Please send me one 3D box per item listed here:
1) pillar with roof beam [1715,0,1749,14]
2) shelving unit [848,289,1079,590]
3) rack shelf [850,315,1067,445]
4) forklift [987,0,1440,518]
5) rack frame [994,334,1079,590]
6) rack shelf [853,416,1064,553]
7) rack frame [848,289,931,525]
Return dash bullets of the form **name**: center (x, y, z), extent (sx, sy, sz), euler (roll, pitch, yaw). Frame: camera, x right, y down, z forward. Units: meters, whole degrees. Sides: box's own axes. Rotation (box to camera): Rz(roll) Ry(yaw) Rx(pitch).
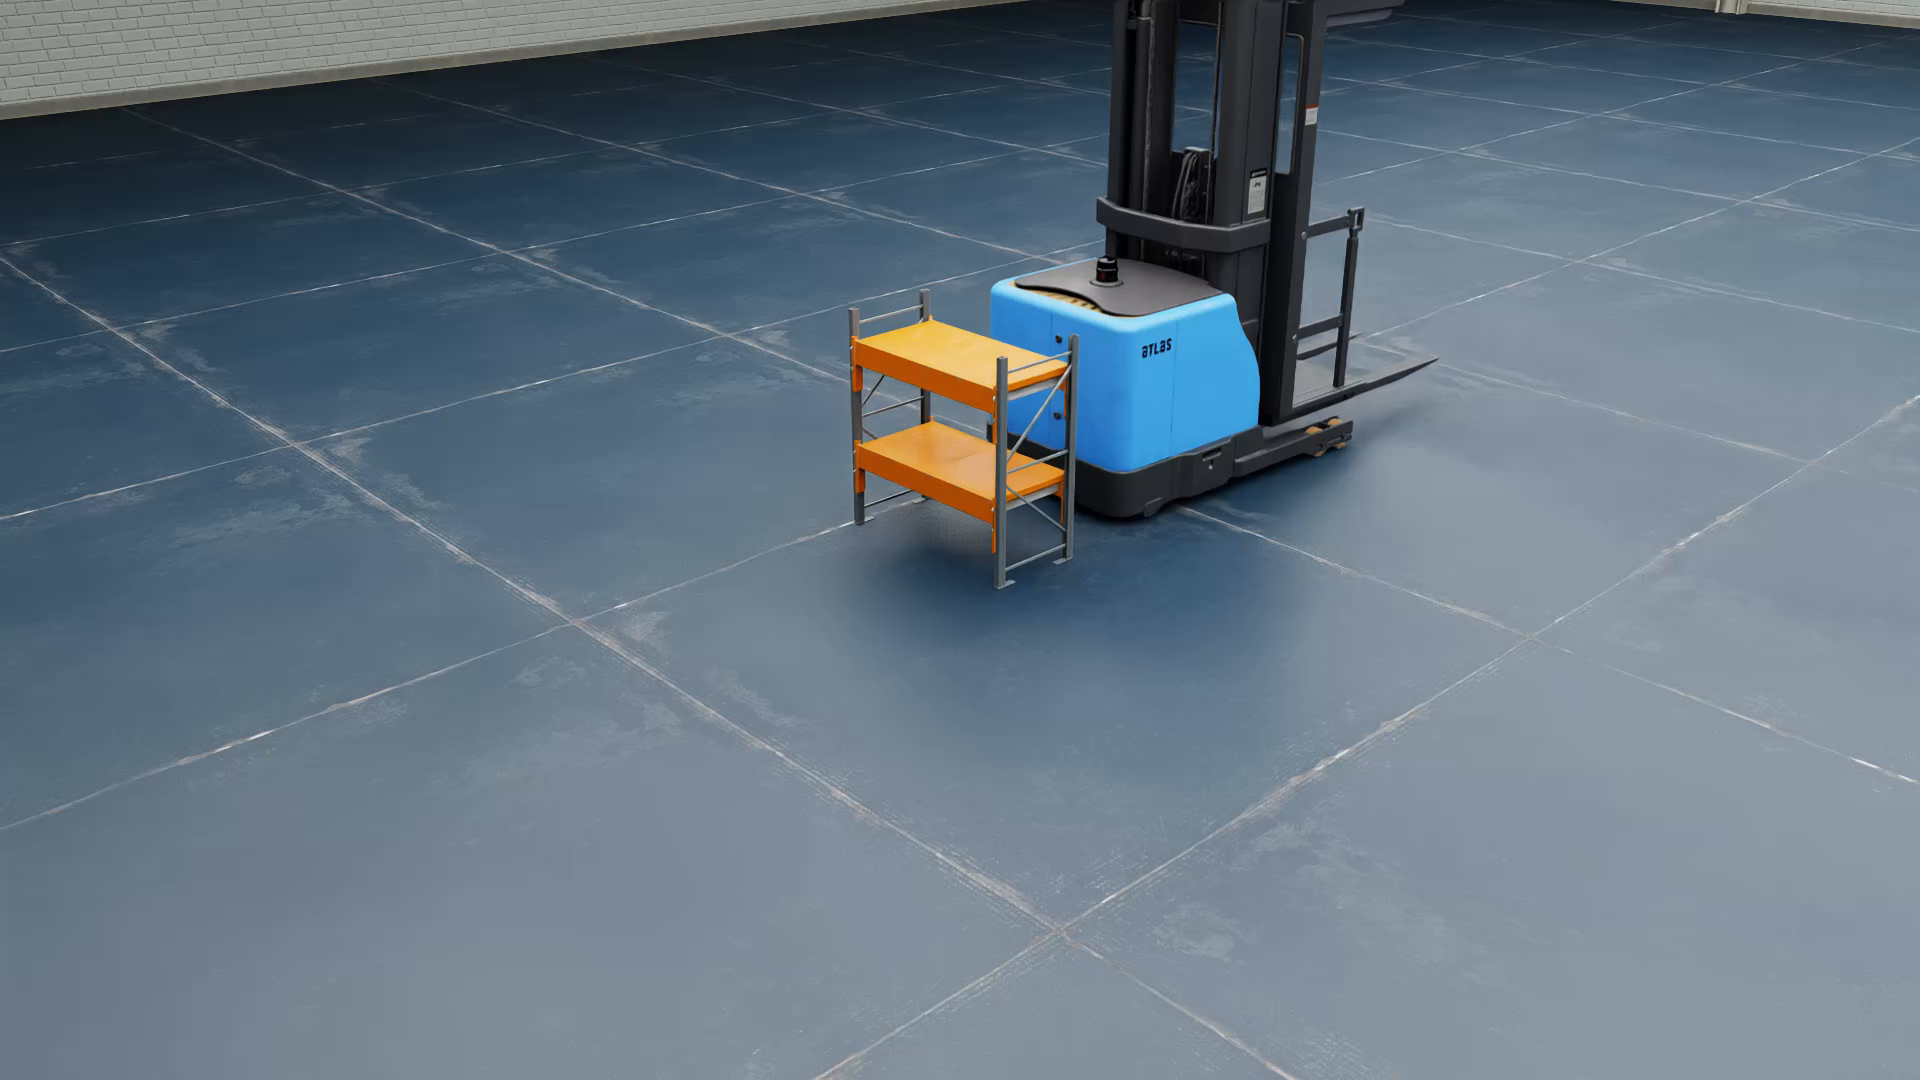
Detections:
- **pillar with roof beam**: center (9.410, -11.464, 22.538), extent (9.100, 9.000, 0.400), euler (-21, 32, -38)
- **shelving unit**: center (0.005, -0.510, 8.012), extent (0.538, 1.125, 1.048), euler (-21, 32, -38)
- **rack shelf**: center (0.005, -0.776, 7.891), extent (0.538, 0.278, 1.000), euler (-21, 32, -38)
- **forklift**: center (1.582, -1.941, 8.974), extent (3.031, 2.935, 1.130), euler (-20, 31, -37)
- **rack frame**: center (0.352, -0.356, 7.674), extent (0.500, 1.125, 0.032), euler (-21, 32, -38)
- **rack shelf**: center (0.005, -0.287, 8.114), extent (0.538, 0.278, 1.000), euler (-21, 32, -38)
- **rack frame**: center (-0.343, -0.664, 8.350), extent (0.500, 1.125, 0.032), euler (-21, 32, -38)
